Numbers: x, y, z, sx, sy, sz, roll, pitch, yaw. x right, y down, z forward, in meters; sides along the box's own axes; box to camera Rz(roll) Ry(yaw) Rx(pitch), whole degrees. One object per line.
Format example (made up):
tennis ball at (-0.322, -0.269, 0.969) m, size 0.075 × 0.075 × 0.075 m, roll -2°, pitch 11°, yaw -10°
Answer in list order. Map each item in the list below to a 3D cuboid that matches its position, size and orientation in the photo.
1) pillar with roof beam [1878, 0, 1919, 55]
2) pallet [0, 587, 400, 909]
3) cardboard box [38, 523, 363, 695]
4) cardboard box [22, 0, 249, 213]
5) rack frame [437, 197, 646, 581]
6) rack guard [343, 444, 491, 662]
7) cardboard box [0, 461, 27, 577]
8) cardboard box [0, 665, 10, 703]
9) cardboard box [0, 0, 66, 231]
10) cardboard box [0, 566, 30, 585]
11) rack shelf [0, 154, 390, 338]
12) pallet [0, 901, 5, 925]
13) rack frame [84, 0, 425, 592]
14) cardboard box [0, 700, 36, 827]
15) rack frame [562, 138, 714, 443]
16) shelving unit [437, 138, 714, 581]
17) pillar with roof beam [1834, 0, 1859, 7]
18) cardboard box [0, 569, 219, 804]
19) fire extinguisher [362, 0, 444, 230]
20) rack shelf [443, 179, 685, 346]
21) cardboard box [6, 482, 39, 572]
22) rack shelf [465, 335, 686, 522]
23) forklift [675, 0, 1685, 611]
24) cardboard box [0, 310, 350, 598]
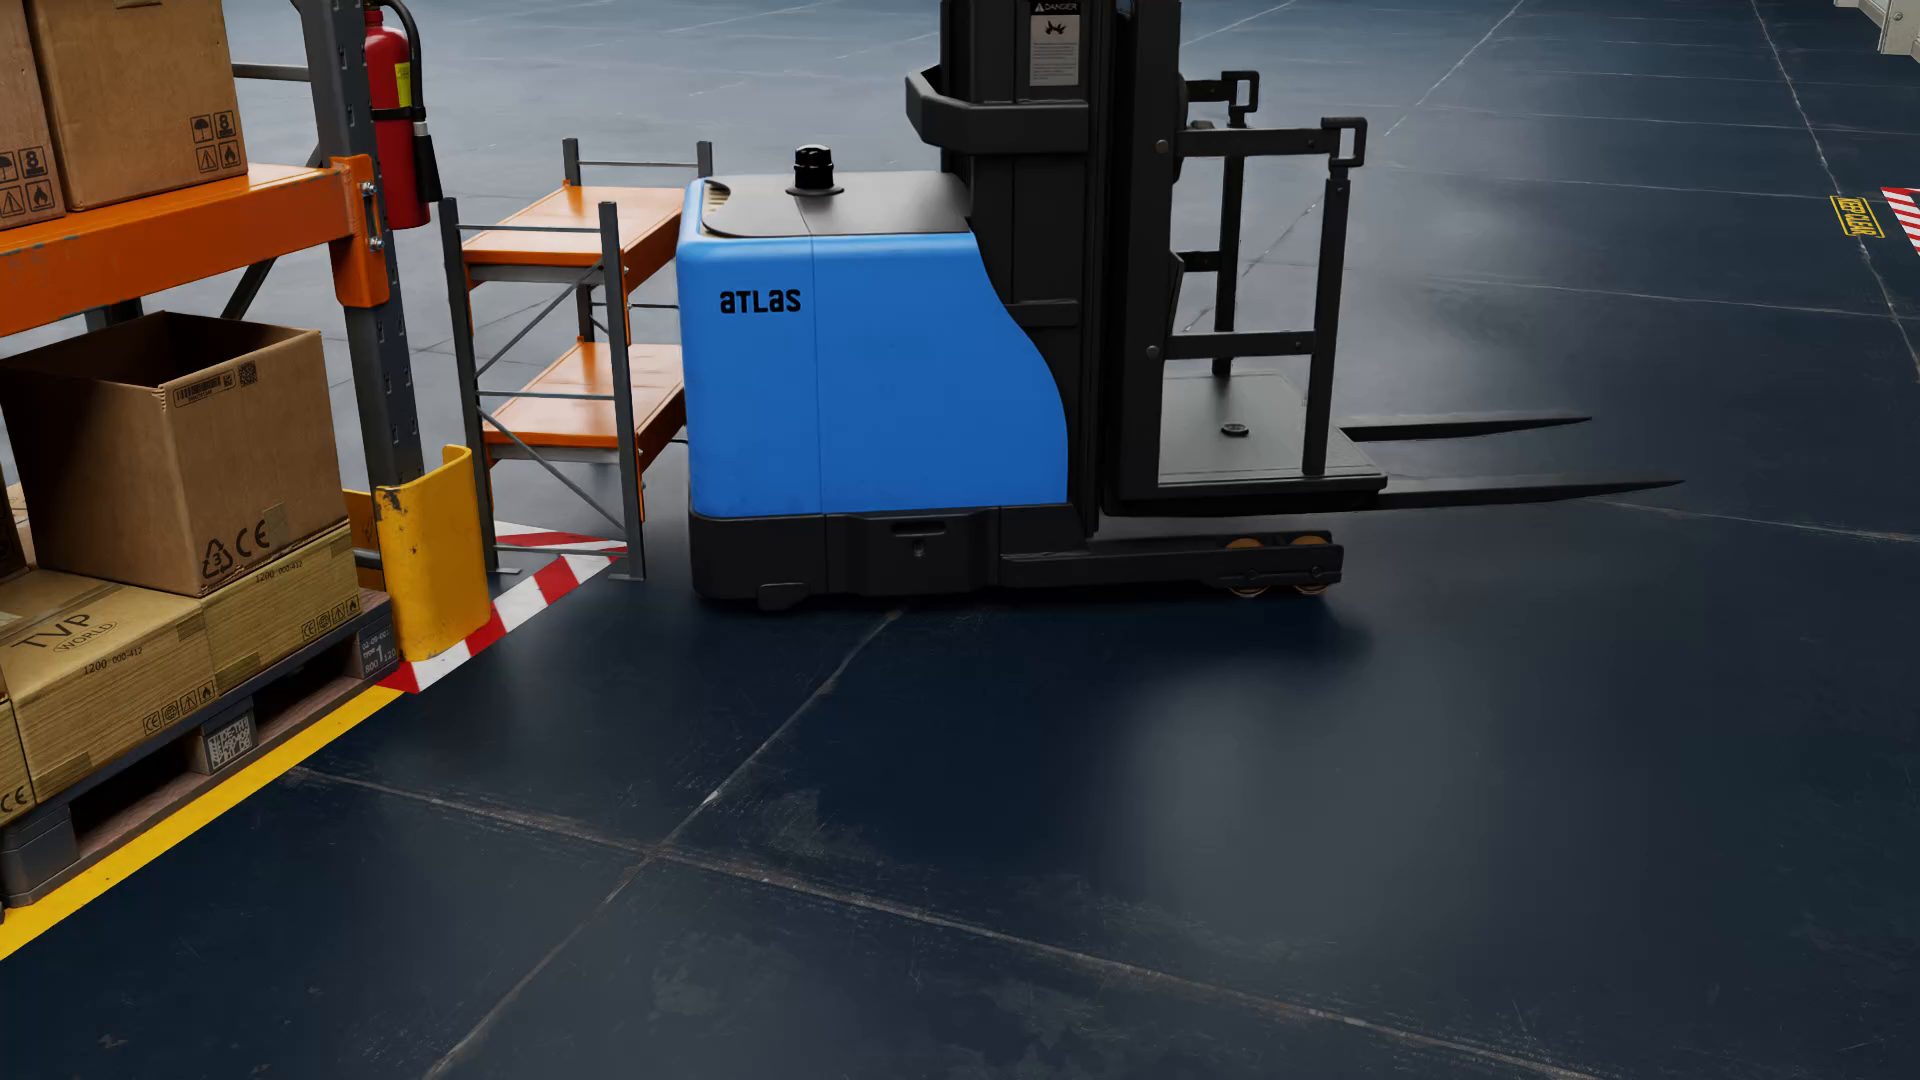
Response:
pillar with roof beam at (5.909, -9.929, 17.345) m, size 9.100 × 9.000 × 0.400 m, roll 9°, pitch 24°, yaw 20°
pallet at (-2.170, 0.381, 4.063) m, size 1.003 × 0.211 × 1.213 m, roll 9°, pitch 24°, yaw 20°
cardboard box at (-1.849, 0.124, 4.084) m, size 0.500 × 0.250 × 0.500 m, roll 9°, pitch 24°, yaw 20°
cardboard box at (-2.110, -1.066, 3.780) m, size 0.700 × 0.500 × 0.500 m, roll 9°, pitch 24°, yaw 20°
rack frame at (-1.190, -0.413, 4.780) m, size 0.500 × 1.125 × 0.032 m, roll 3°, pitch 23°, yaw 6°
rack guard at (-1.915, -0.040, 4.698) m, size 1.175 × 0.500 × 0.348 m, roll 9°, pitch 24°, yaw 20°
cardboard box at (-2.514, -0.117, 3.688) m, size 0.500 × 0.500 × 0.500 m, roll 9°, pitch 24°, yaw 20°
cardboard box at (-2.205, 0.138, 3.077) m, size 0.500 × 0.500 × 0.500 m, roll 9°, pitch 24°, yaw 20°
cardboard box at (-2.300, -0.877, 3.329) m, size 0.700 × 0.500 × 0.500 m, roll 9°, pitch 24°, yaw 21°
cardboard box at (-2.512, 0.229, 3.832) m, size 0.500 × 0.250 × 0.500 m, roll 9°, pitch 24°, yaw 20°
rack shelf at (-2.667, -0.137, 2.621) m, size 1.077 × 0.370 × 4.000 m, roll 9°, pitch 24°, yaw 20°
pallet at (-2.624, 0.816, 3.022) m, size 1.003 × 0.211 × 1.213 m, roll 9°, pitch 24°, yaw 20°
rack frame at (-1.924, -1.185, 4.195) m, size 1.000 × 3.000 × 0.127 m, roll 9°, pitch 24°, yaw 20°
cardboard box at (-2.208, 0.484, 3.222) m, size 0.500 × 0.250 × 0.500 m, roll 9°, pitch 24°, yaw 20°
rack frame at (-1.069, -0.802, 5.711) m, size 0.500 × 1.125 × 0.032 m, roll 3°, pitch 23°, yaw 6°
shelving unit at (-1.129, -0.608, 5.245) m, size 0.538 × 1.125 × 1.048 m, roll 3°, pitch 23°, yaw 6°
pillar with roof beam at (8.137, -12.076, 22.485) m, size 9.100 × 9.000 × 0.400 m, roll 9°, pitch 24°, yaw 20°
cardboard box at (-2.024, 0.305, 3.651) m, size 0.500 × 0.250 × 0.500 m, roll 9°, pitch 24°, yaw 20°
fire extinguisher at (-1.449, -1.125, 4.152) m, size 0.296 × 0.674 × 0.183 m, roll 9°, pitch 24°, yaw 20°
rack shelf at (-1.129, -0.878, 5.133) m, size 0.538 × 0.278 × 1.000 m, roll 3°, pitch 23°, yaw 6°
cardboard box at (-2.330, 0.050, 4.261) m, size 0.500 × 0.250 × 0.500 m, roll 9°, pitch 24°, yaw 20°
rack shelf at (-1.129, -0.382, 5.340) m, size 0.538 × 0.278 × 1.000 m, roll 3°, pitch 23°, yaw 6°
forklift at (0.689, -1.387, 4.768) m, size 3.031 × 2.935 × 1.130 m, roll -3°, pitch 23°, yaw -7°
cardboard box at (-1.847, -0.222, 3.938) m, size 0.500 × 0.500 × 0.500 m, roll 9°, pitch 24°, yaw 20°
